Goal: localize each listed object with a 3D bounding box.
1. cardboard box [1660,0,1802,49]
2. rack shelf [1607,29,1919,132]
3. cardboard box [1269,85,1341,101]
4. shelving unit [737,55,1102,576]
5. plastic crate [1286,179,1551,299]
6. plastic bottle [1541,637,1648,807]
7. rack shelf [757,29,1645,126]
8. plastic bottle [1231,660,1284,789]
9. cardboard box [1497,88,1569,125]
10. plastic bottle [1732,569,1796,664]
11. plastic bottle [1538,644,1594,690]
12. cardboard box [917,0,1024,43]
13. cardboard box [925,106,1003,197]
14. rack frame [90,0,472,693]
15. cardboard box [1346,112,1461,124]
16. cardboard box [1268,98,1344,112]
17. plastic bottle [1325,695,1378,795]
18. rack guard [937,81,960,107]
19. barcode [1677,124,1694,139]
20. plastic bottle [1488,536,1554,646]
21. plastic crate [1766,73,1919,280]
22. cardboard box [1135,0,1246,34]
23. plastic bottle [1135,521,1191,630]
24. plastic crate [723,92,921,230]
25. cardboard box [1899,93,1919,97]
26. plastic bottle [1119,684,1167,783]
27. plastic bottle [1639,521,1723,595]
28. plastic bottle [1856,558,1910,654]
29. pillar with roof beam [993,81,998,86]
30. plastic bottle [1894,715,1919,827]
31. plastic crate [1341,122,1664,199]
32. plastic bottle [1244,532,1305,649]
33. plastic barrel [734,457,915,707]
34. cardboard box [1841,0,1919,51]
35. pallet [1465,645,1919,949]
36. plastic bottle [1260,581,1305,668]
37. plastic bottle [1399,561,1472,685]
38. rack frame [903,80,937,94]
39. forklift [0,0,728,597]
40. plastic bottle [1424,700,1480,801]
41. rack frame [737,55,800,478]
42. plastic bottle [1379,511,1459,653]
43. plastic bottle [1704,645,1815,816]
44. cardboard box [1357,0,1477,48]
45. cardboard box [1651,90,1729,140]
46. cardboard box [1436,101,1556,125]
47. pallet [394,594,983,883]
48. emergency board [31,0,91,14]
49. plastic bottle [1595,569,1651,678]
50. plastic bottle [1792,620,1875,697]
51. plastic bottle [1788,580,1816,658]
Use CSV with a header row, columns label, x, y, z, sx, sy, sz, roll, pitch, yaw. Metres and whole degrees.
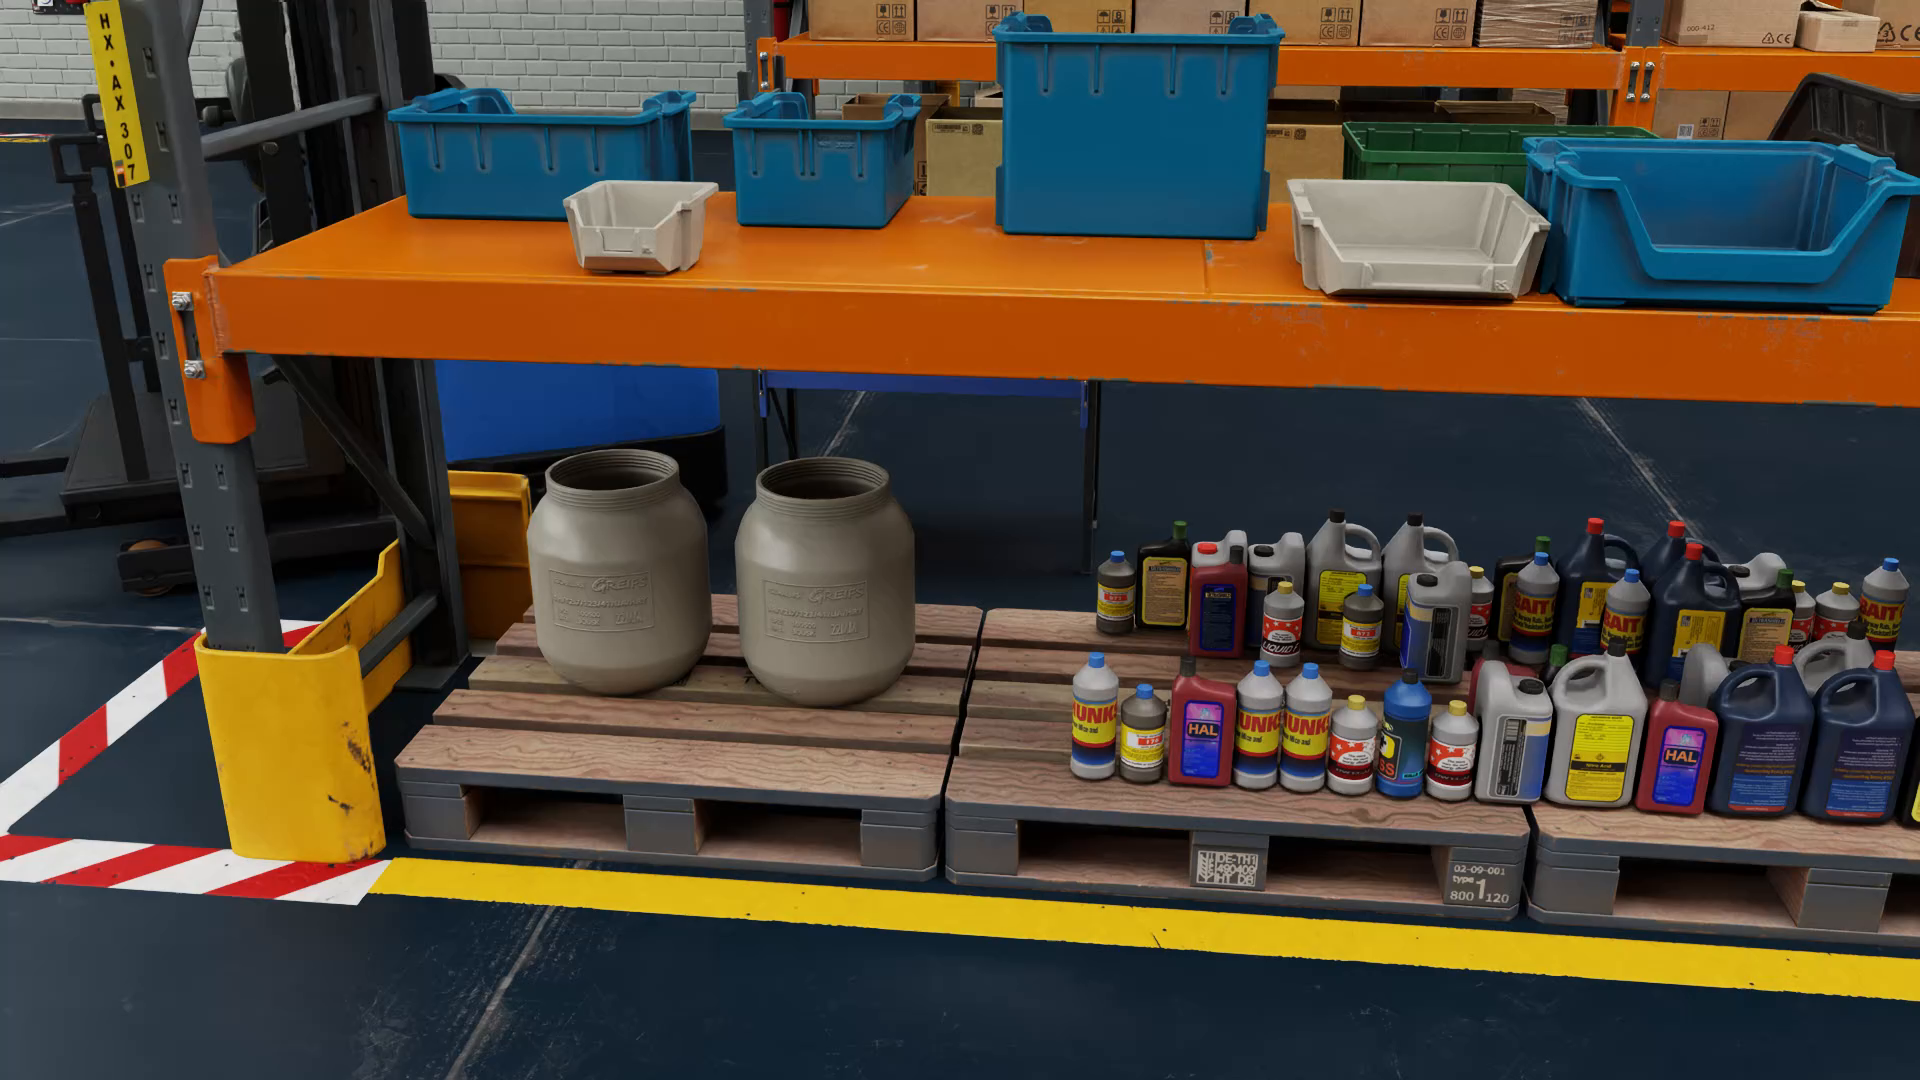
label,x,y,z,sx,sy,sz,roll,pitch,yaw
cardboard box,3.577,-2.449,7.759,0.500,0.250,0.500,4,22,10
rack shelf,5.069,-2.103,7.658,4.000,0.370,1.077,2,22,6
cardboard box,2.626,-3.405,12.775,0.500,0.500,0.500,1,22,2
shelving unit,-0.085,-0.701,5.173,1.048,1.500,0.538,2,22,6
plastic crate,0.854,-0.571,3.163,0.437,0.136,0.530,2,22,6
plastic bottle,1.311,0.366,3.438,0.185,0.351,0.144,2,22,6
rack shelf,1.096,-2.276,8.096,4.000,0.370,1.077,2,22,6
plastic bottle,0.628,0.382,3.506,0.097,0.271,0.097,0,22,0
cardboard box,4.395,-3.349,12.634,0.500,0.500,0.700,3,22,8
plastic bottle,1.895,0.204,3.941,0.133,0.283,0.061,2,22,6
plastic bottle,1.298,0.359,3.548,0.133,0.283,0.061,2,22,6
cardboard box,0.094,-2.698,8.048,0.500,0.500,0.700,3,22,8
cardboard box,0.113,-1.837,8.156,0.500,0.500,0.500,2,22,6
rack frame,-1.476,-0.889,3.609,0.127,3.000,1.000,2,22,6
cardboard box,2.101,-1.756,7.950,0.500,0.500,0.500,2,22,6
cardboard box,1.666,-1.967,8.485,0.500,0.500,0.500,2,22,6
plastic bottle,0.826,0.423,3.497,0.097,0.201,0.097,0,22,0
rack guard,-0.235,-3.340,13.209,0.348,0.500,1.175,2,22,6
barcode,3.287,-1.850,7.535,0.075,0.075,0.001,2,22,6
plastic bottle,1.397,0.126,4.138,0.133,0.283,0.061,3,22,9
plastic crate,1.991,-0.756,3.357,0.504,0.338,0.767,2,22,6
cardboard box,1.110,-2.653,7.934,0.500,0.500,0.700,3,22,8
plastic bottle,0.517,0.087,4.235,0.133,0.283,0.061,3,22,8
plastic crate,-0.300,-0.877,3.781,0.408,0.251,0.499,2,22,6
cardboard box,6.913,-3.214,12.292,0.500,0.500,0.700,3,22,7
plastic bottle,0.390,0.404,3.545,0.097,0.201,0.097,0,22,0
plastic bottle,1.743,0.125,4.049,0.185,0.351,0.144,3,22,8
plastic bottle,2.231,0.174,4.031,0.097,0.271,0.097,0,22,0
pillar with roof beam,-0.020,-6.010,8.401,0.400,9.000,9.100,2,22,6
plastic bottle,1.979,0.442,3.337,0.133,0.283,0.061,4,22,9
plastic crate,1.181,-0.779,3.619,0.662,0.188,0.450,2,22,6
plastic bottle,0.784,0.119,4.164,0.135,0.276,0.152,2,22,5
plastic barrel,-0.316,0.095,3.933,0.421,0.512,0.421,0,22,0
cardboard box,4.366,-2.509,7.570,0.500,0.500,0.500,4,22,10
pallet,1.834,0.537,3.796,1.213,0.211,1.003,2,22,6
plastic bottle,0.788,0.200,4.061,0.097,0.201,0.097,0,22,0
plastic bottle,1.141,0.188,3.990,0.135,0.276,0.152,2,22,6
rack frame,-0.310,-4.506,12.758,0.127,3.000,1.000,2,22,6
forklift,-2.359,-1.411,5.023,3.031,2.935,1.130,-8,23,-20
plastic bottle,1.030,0.432,3.474,0.097,0.201,0.097,0,22,0
rack frame,-0.590,-0.723,5.229,0.032,1.500,0.500,2,22,6
plastic bottle,1.134,0.098,4.116,0.185,0.351,0.144,2,22,6
plastic bottle,1.632,0.380,3.402,0.185,0.351,0.144,1,22,4
cardboard box,2.117,-2.608,7.821,0.500,0.500,0.700,2,22,6
cardboard box,5.416,-3.309,12.530,0.500,0.500,0.700,3,22,7
cardboard box,2.659,-1.924,8.375,0.500,0.500,0.500,2,22,6
pallet,-0.589,0.431,4.063,1.213,0.211,1.003,2,22,6
emergency board,-7.921,-5.172,14.442,0.643,1.169,0.194,2,22,6
plastic bottle,1.585,0.200,3.968,0.097,0.271,0.097,0,22,0
plastic bottle,1.839,0.336,3.514,0.185,0.351,0.144,2,22,6
plastic bottle,2.029,0.198,4.066,0.097,0.201,0.097,0,22,0
